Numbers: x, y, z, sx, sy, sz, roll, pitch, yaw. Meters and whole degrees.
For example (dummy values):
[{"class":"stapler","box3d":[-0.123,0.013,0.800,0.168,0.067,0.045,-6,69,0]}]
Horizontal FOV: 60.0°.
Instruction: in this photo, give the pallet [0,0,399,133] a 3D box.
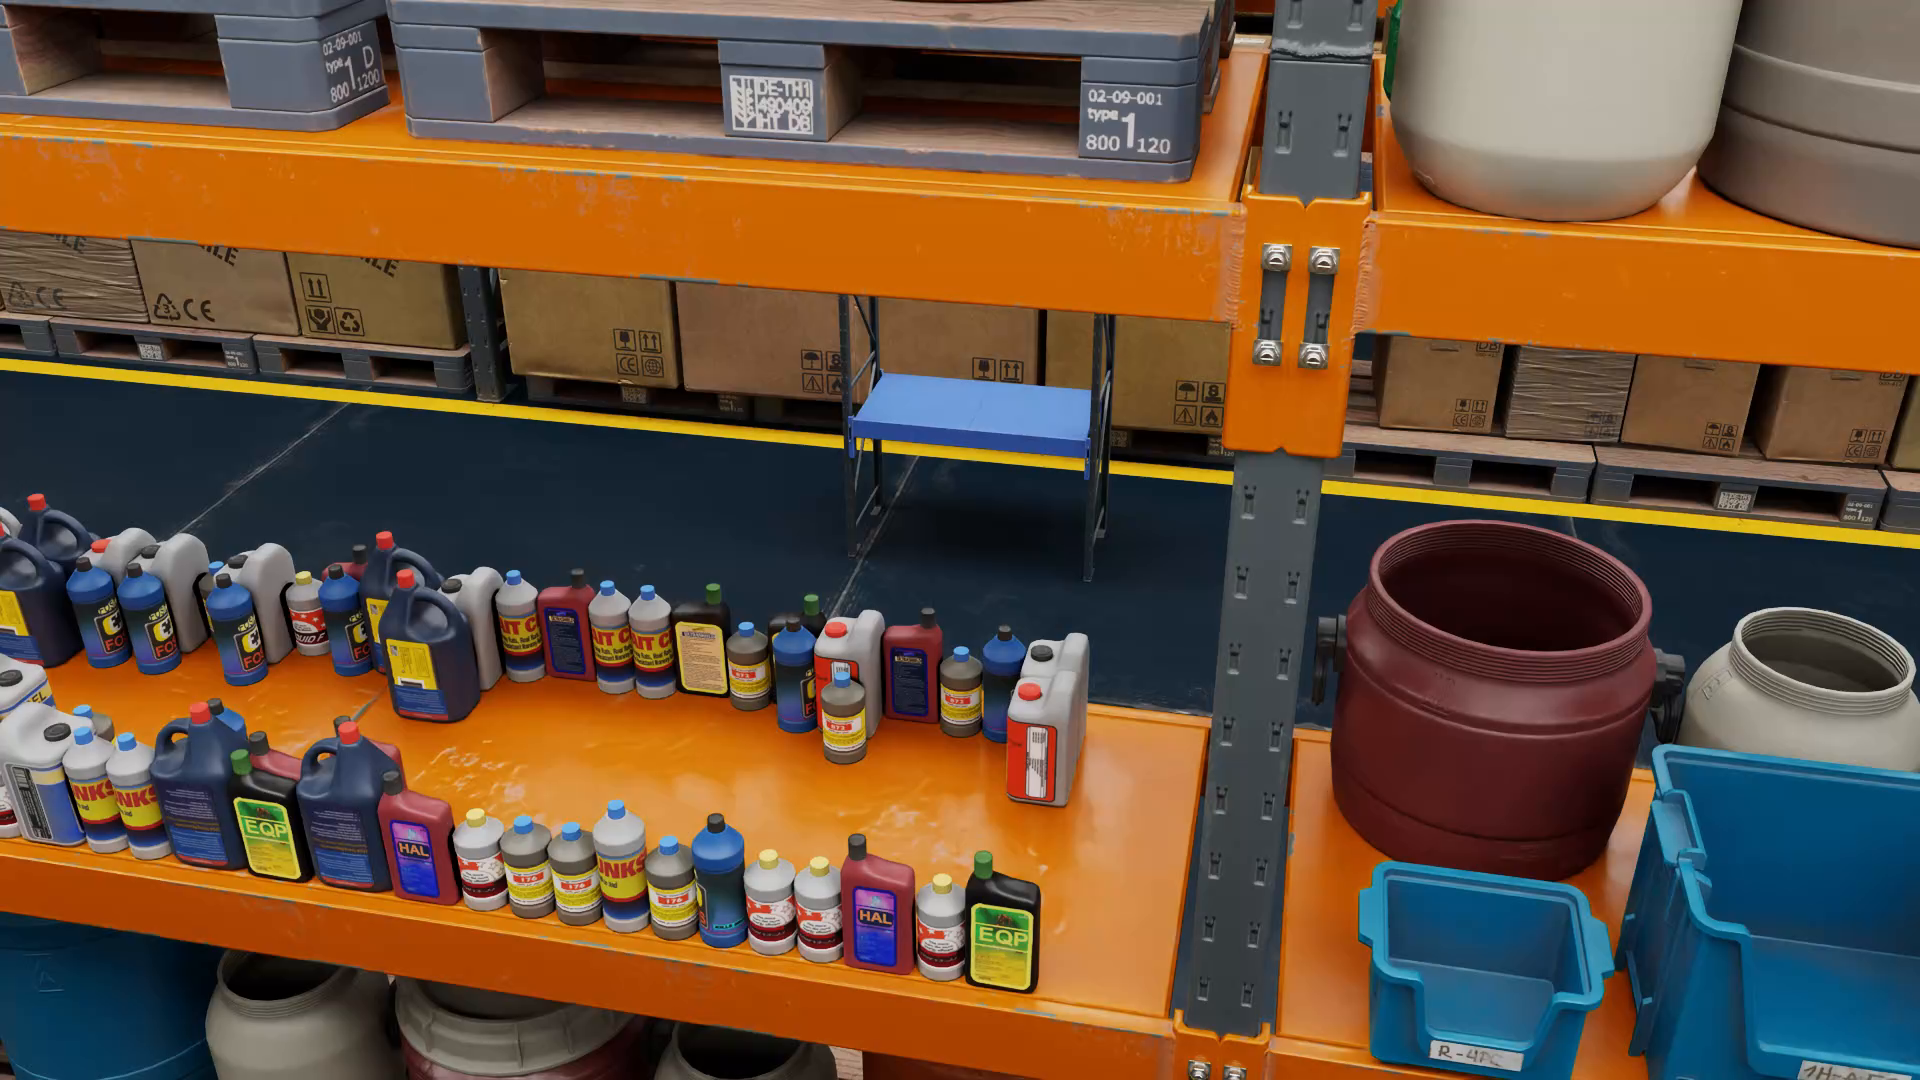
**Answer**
[{"class":"pallet","box3d":[-1.453,-1.014,3.051,1.213,0.211,1.003,6,29,11]}]

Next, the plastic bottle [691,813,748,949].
[{"class":"plastic bottle","box3d":[-0.448,0.629,3.112,0.097,0.271,0.097,0,29,0]}]

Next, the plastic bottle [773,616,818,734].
[{"class":"plastic bottle","box3d":[-0.367,0.294,3.723,0.097,0.271,0.097,0,29,0]}]

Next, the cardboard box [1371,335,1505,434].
[{"class":"cardboard box","box3d":[2.255,-0.890,7.896,0.500,0.500,0.700,4,29,8]}]

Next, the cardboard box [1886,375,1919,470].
[{"class":"cardboard box","box3d":[4.449,-0.675,7.504,0.500,0.500,0.700,6,29,10]}]

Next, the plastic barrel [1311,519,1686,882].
[{"class":"plastic barrel","box3d":[1.079,0.320,3.401,0.708,0.536,0.600,6,29,11]}]

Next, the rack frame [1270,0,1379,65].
[{"class":"rack frame","box3d":[0.562,-2.156,1.818,0.127,3.000,1.000,6,29,11]}]

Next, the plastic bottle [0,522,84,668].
[{"class":"plastic bottle","box3d":[-2.232,0.120,3.958,0.185,0.351,0.144,6,29,11]}]

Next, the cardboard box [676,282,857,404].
[{"class":"cardboard box","box3d":[-0.812,-1.360,8.386,0.875,0.875,1.225,5,29,9]}]

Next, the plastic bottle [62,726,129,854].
[{"class":"plastic bottle","box3d":[-1.737,0.496,3.354,0.097,0.271,0.097,0,29,0]}]

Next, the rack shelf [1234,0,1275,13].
[{"class":"rack shelf","box3d":[0.775,-4.055,12.283,4.000,0.370,1.077,6,29,11]}]

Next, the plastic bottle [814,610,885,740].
[{"class":"plastic bottle","box3d":[-0.247,0.288,3.730,0.135,0.276,0.152,6,29,11]}]

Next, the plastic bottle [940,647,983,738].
[{"class":"plastic bottle","box3d":[0.003,0.333,3.725,0.097,0.201,0.097,0,29,0]}]

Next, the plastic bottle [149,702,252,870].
[{"class":"plastic bottle","box3d":[-1.499,0.474,3.311,0.185,0.351,0.144,6,29,11]}]

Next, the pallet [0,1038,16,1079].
[{"class":"pallet","box3d":[-2.604,1.394,4.484,1.213,0.211,1.003,6,29,11]}]

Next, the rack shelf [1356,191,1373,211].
[{"class":"rack shelf","box3d":[3.552,-1.335,7.314,4.000,0.370,1.077,6,29,11]}]

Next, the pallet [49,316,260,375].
[{"class":"pallet","box3d":[-4.240,-1.263,9.338,1.213,0.211,1.003,6,29,11]}]

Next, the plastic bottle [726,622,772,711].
[{"class":"plastic bottle","box3d":[-0.485,0.283,3.817,0.097,0.201,0.097,0,29,0]}]

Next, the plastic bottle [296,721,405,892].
[{"class":"plastic bottle","box3d":[-1.188,0.506,3.253,0.185,0.351,0.144,6,29,11]}]

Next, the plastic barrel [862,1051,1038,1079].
[{"class":"plastic barrel","box3d":[0.080,1.202,3.754,0.708,0.830,0.600,6,29,11]}]

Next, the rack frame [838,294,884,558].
[{"class":"rack frame","box3d":[-0.414,-0.700,6.967,0.032,1.500,0.500,6,29,11]}]

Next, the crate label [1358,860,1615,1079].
[{"class":"crate label","box3d":[0.895,0.767,2.900,0.416,0.233,0.303,6,29,11]}]

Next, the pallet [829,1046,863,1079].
[{"class":"pallet","box3d":[-0.218,1.639,4.037,1.213,0.211,1.003,6,29,11]}]

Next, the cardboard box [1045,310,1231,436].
[{"class":"cardboard box","box3d":[0.925,-1.182,8.061,0.875,0.875,1.225,5,29,8]}]

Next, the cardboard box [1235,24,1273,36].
[{"class":"cardboard box","box3d":[2.007,-3.532,11.963,0.500,0.250,0.500,5,29,9]}]

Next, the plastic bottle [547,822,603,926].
[{"class":"plastic bottle","box3d":[-0.734,0.630,3.183,0.097,0.201,0.097,0,29,0]}]

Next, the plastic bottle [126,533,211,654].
[{"class":"plastic bottle","box3d":[-1.915,0.117,4.042,0.135,0.276,0.152,6,29,11]}]

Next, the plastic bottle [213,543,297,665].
[{"class":"plastic bottle","box3d":[-1.688,0.140,4.000,0.135,0.276,0.152,6,29,11]}]

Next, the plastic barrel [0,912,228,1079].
[{"class":"plastic barrel","box3d":[-2.129,0.944,4.150,0.708,0.901,0.600,6,29,11]}]

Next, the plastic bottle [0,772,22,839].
[{"class":"plastic bottle","box3d":[-1.964,0.504,3.413,0.097,0.201,0.097,0,29,0]}]

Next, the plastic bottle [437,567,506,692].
[{"class":"plastic bottle","box3d":[-1.150,0.195,3.899,0.135,0.276,0.152,6,29,11]}]

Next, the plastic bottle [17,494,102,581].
[{"class":"plastic bottle","box3d":[-2.202,0.053,4.082,0.185,0.351,0.144,6,29,11]}]

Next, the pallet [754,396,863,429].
[{"class":"pallet","box3d":[-0.349,-0.866,8.611,1.213,0.211,1.003,6,29,11]}]

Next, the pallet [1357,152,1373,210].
[{"class":"pallet","box3d":[2.315,-1.745,7.514,1.003,0.211,1.213,6,29,11]}]

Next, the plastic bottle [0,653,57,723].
[{"class":"plastic bottle","box3d":[-2.040,0.375,3.570,0.135,0.276,0.152,6,29,11]}]

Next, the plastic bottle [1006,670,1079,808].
[{"class":"plastic bottle","box3d":[0.174,0.406,3.514,0.135,0.276,0.152,6,29,11]}]

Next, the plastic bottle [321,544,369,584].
[{"class":"plastic bottle","box3d":[-1.453,0.139,3.995,0.133,0.283,0.061,6,29,11]}]

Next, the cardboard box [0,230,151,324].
[{"class":"cardboard box","box3d":[-4.695,-1.788,9.167,0.875,0.875,0.875,6,29,11]}]

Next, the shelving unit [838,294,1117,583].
[{"class":"shelving unit","box3d":[0.083,-0.649,6.874,1.048,1.500,0.538,6,29,11]}]

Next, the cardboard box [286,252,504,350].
[{"class":"cardboard box","box3d":[-2.945,-1.608,8.839,0.875,0.875,0.875,6,29,11]}]

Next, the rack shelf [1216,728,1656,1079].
[{"class":"rack shelf","box3d":[2.518,0.991,3.065,4.000,0.370,1.077,6,29,11]}]

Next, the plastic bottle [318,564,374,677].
[{"class":"plastic bottle","box3d":[-1.452,0.183,3.926,0.097,0.271,0.097,0,29,0]}]

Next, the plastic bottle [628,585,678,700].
[{"class":"plastic bottle","box3d":[-0.710,0.229,3.842,0.097,0.271,0.097,0,29,0]}]

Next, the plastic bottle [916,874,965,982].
[{"class":"plastic bottle","box3d":[-0.032,0.702,3.051,0.097,0.201,0.097,0,29,0]}]

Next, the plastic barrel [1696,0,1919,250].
[{"class":"plastic barrel","box3d":[1.319,-0.876,2.081,0.600,0.901,0.600,0,29,0]}]

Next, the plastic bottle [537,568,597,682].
[{"class":"plastic bottle","box3d":[-0.915,0.194,3.894,0.133,0.283,0.061,6,29,11]}]

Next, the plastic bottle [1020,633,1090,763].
[{"class":"plastic bottle","box3d":[0.206,0.334,3.645,0.135,0.276,0.152,6,29,11]}]

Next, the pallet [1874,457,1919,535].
[{"class":"pallet","box3d":[4.746,-0.304,7.586,1.213,0.211,1.003,6,29,11]}]

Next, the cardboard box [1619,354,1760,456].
[{"class":"cardboard box","box3d":[3.356,-0.786,7.708,0.500,0.500,0.700,8,30,15]}]

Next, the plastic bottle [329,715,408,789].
[{"class":"plastic bottle","box3d":[-1.192,0.485,3.362,0.133,0.283,0.061,6,29,11]}]

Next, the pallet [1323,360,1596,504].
[{"class":"pallet","box3d":[2.360,-0.549,8.032,1.213,0.211,1.003,6,29,11]}]

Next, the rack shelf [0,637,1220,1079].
[{"class":"rack shelf","box3d":[-1.394,0.590,3.798,4.000,0.370,1.077,6,29,11]}]

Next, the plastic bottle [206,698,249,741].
[{"class":"plastic bottle","box3d":[-1.517,0.448,3.442,0.097,0.271,0.097,0,29,0]}]

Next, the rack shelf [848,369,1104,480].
[{"class":"rack shelf","box3d":[0.083,-0.492,6.961,1.000,0.185,0.538,6,29,11]}]

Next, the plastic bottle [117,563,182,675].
[{"class":"plastic bottle","box3d":[-1.923,0.179,3.933,0.097,0.271,0.097,0,29,0]}]

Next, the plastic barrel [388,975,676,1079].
[{"class":"plastic barrel","box3d":[-1.025,1.194,4.019,0.708,0.588,0.600,6,29,11]}]

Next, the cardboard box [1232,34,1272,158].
[{"class":"cardboard box","box3d":[1.177,-2.071,7.806,0.500,0.500,0.500,7,29,12]}]

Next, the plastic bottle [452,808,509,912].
[{"class":"plastic bottle","box3d":[-0.924,0.610,3.218,0.097,0.201,0.097,0,29,0]}]

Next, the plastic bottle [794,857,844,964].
[{"class":"plastic bottle","box3d":[-0.258,0.679,3.093,0.097,0.201,0.097,0,29,0]}]
